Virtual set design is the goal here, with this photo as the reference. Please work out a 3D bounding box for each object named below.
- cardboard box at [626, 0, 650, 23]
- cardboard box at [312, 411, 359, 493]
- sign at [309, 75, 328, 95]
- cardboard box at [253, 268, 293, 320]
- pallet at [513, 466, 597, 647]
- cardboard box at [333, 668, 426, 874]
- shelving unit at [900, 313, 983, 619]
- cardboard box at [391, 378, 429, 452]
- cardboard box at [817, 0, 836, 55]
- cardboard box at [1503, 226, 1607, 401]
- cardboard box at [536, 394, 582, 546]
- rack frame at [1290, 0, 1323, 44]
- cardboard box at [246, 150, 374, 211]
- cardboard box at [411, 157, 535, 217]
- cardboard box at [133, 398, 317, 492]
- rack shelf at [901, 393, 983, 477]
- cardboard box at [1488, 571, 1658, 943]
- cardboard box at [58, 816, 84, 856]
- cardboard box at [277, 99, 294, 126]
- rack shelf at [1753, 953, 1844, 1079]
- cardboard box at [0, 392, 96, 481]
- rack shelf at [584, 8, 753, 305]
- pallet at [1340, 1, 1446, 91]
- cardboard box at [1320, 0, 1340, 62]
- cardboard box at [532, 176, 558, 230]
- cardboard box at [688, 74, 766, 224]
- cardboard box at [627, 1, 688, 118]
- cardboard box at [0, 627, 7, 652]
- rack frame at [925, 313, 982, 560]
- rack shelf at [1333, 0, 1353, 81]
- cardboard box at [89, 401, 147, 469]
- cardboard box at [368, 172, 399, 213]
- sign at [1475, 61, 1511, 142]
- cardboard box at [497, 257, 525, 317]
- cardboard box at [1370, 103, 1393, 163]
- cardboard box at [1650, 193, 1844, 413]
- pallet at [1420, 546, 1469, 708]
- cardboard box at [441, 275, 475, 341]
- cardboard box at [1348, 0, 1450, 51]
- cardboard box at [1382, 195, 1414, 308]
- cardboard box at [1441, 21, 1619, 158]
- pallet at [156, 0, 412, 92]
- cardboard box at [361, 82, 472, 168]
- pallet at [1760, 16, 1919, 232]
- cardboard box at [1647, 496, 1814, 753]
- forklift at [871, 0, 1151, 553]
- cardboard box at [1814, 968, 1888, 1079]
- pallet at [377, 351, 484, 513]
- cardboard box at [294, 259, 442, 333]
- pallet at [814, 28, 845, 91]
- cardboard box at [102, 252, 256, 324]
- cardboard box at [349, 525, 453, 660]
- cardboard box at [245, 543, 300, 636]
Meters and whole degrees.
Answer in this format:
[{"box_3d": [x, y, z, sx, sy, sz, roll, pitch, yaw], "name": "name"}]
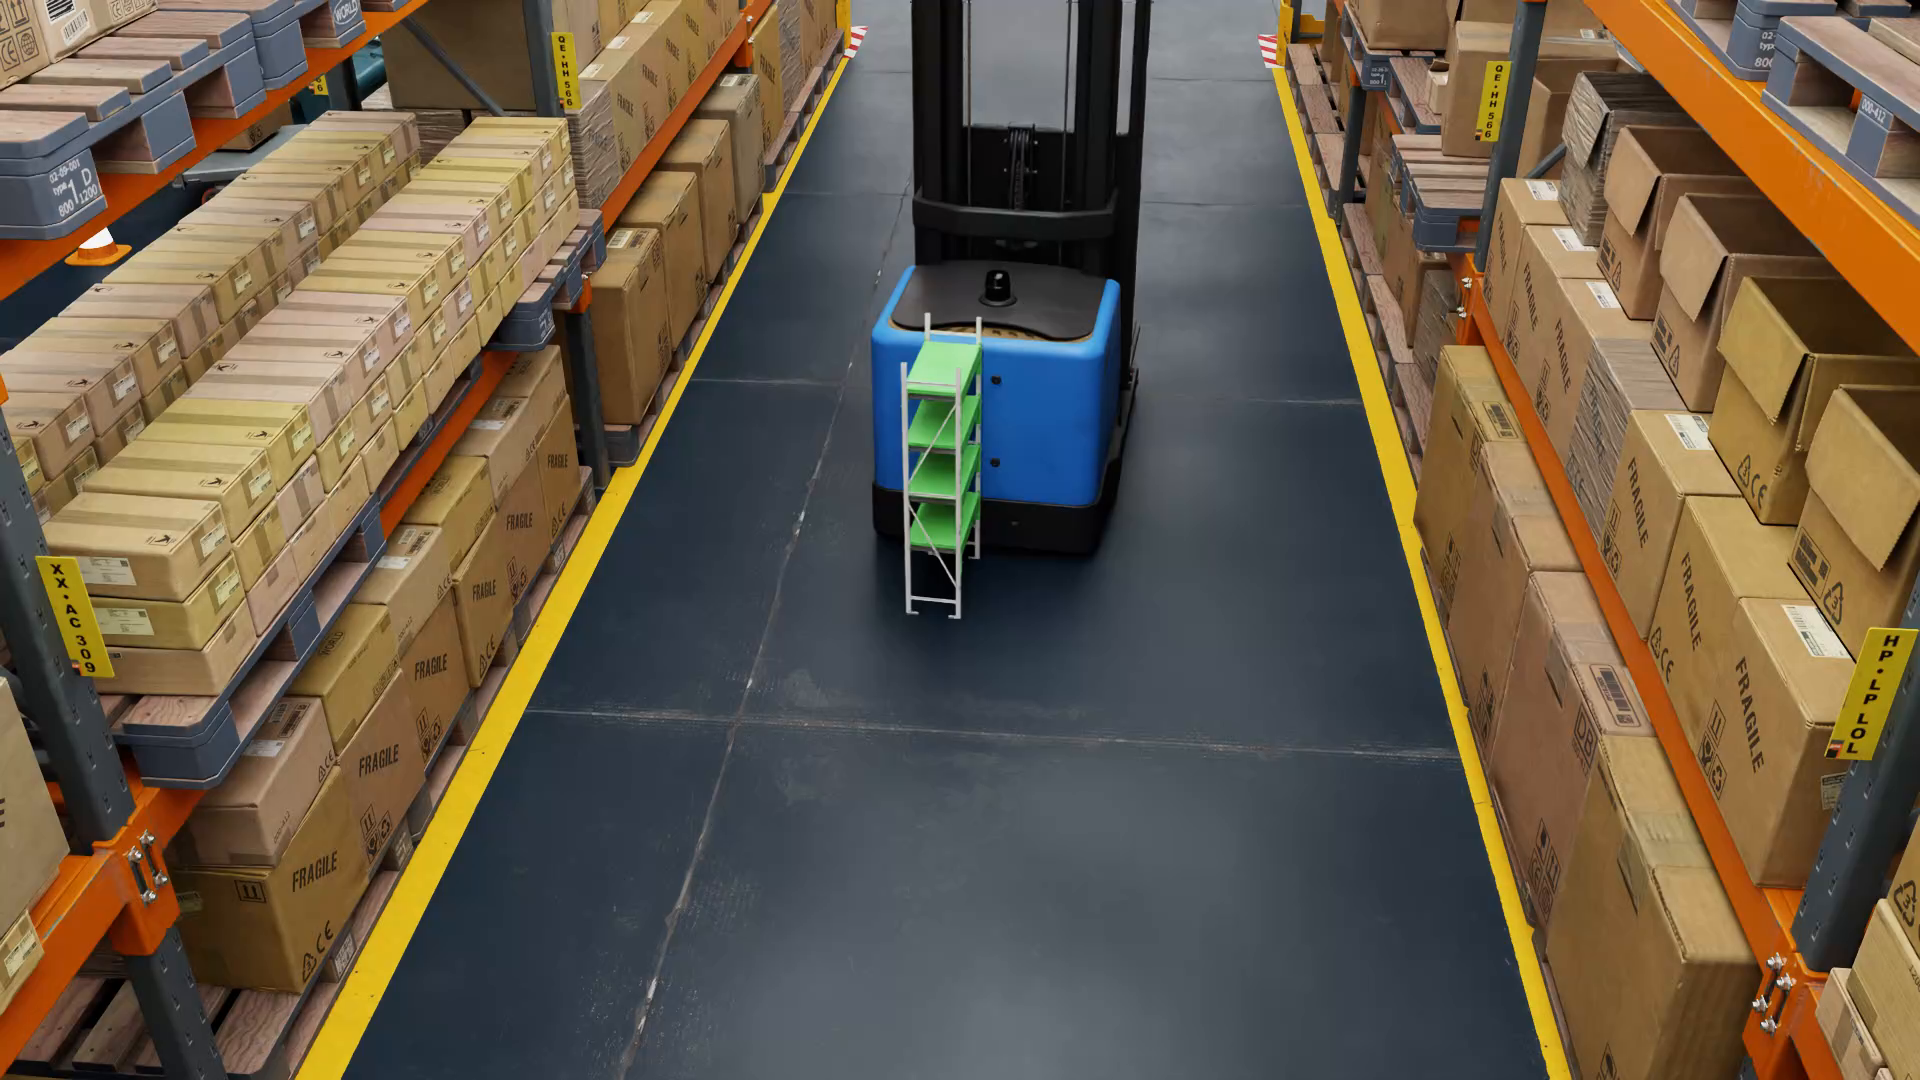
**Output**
[{"box_3d": [-2.061, -3.068, 8.821, 0.700, 0.500, 0.500, 2, 32, 3], "name": "cardboard box"}, {"box_3d": [-2.003, -0.265, 4.877, 0.380, 0.149, 0.250, 1, 32, 2], "name": "cardboard box"}, {"box_3d": [-2.782, -2.080, 7.163, 0.100, 0.325, 0.005, 2, 32, 4], "name": "sign"}, {"box_3d": [-2.572, -0.846, 5.819, 0.380, 0.149, 0.250, 2, 32, 4], "name": "cardboard box"}, {"box_3d": [-2.294, 0.030, 7.499, 1.003, 0.211, 1.213, 2, 32, 4], "name": "pallet"}, {"box_3d": [-2.188, 0.760, 5.640, 0.500, 0.500, 0.500, 4, 32, 6], "name": "cardboard box"}, {"box_3d": [-0.072, -0.308, 7.106, 0.258, 1.200, 0.503, 5, 32, 9], "name": "shelving unit"}, {"box_3d": [-1.963, -0.415, 5.403, 0.380, 0.149, 0.250, 2, 32, 3], "name": "cardboard box"}, {"box_3d": [-1.567, -4.665, 14.086, 0.875, 0.875, 0.875, 3, 32, 4], "name": "cardboard box"}, {"box_3d": [2.356, -0.831, 6.144, 0.500, 0.500, 0.500, 2, 32, 3], "name": "cardboard box"}, {"box_3d": [-2.022, -0.325, 7.400, 0.500, 0.500, 0.500, 2, 32, 4], "name": "cardboard box"}, {"box_3d": [3.358, -5.484, 13.789, 1.000, 3.000, 0.127, 2, 32, 4], "name": "rack frame"}, {"box_3d": [-2.503, -1.388, 6.416, 0.380, 0.149, 0.250, 2, 32, 4], "name": "cardboard box"}, {"box_3d": [-1.856, -1.346, 6.348, 0.380, 0.149, 0.250, 3, 32, 5], "name": "cardboard box"}, {"box_3d": [-2.024, -0.265, 4.593, 0.380, 0.149, 0.250, 3, 32, 4], "name": "cardboard box"}, {"box_3d": [-0.072, -0.458, 7.014, 0.258, 0.148, 0.480, 5, 32, 9], "name": "rack shelf"}, {"box_3d": [2.485, 0.714, 5.357, 1.225, 0.875, 0.875, 1, 32, 2], "name": "cardboard box"}, {"box_3d": [-2.746, 0.692, 5.035, 0.500, 0.250, 0.500, 2, 32, 3], "name": "cardboard box"}, {"box_3d": [-5.401, -3.255, 12.552, 0.500, 0.500, 0.500, 27, 41, 37], "name": "cardboard box"}, {"box_3d": [2.218, 2.143, 2.099, 1.077, 0.370, 4.000, 2, 32, 4], "name": "rack shelf"}, {"box_3d": [-2.672, -0.293, 4.638, 0.380, 0.149, 0.250, 1, 32, 2], "name": "cardboard box"}, {"box_3d": [-2.066, -2.305, 9.317, 1.077, 0.370, 4.000, 2, 32, 4], "name": "rack shelf"}, {"box_3d": [2.825, -2.917, 9.807, 1.003, 0.211, 1.213, 2, 32, 4], "name": "pallet"}, {"box_3d": [3.290, -4.273, 13.806, 0.500, 0.500, 0.500, 8, 33, 13], "name": "cardboard box"}, {"box_3d": [-1.835, -1.346, 6.631, 0.380, 0.149, 0.250, 4, 32, 6], "name": "cardboard box"}, {"box_3d": [-1.864, -2.549, 10.772, 1.050, 0.750, 0.750, 2, 32, 4], "name": "cardboard box"}, {"box_3d": [-1.800, -2.621, 9.049, 0.500, 0.500, 0.500, 2, 32, 3], "name": "cardboard box"}, {"box_3d": [-2.719, 0.238, 4.343, 0.380, 0.149, 0.250, 2, 32, 3], "name": "cardboard box"}, {"box_3d": [-0.029, -0.434, 7.310, 0.240, 1.200, 0.015, 5, 32, 9], "name": "rack frame"}, {"box_3d": [3.195, -4.132, 12.281, 1.077, 0.370, 4.000, 2, 32, 4], "name": "rack shelf"}, {"box_3d": [-2.658, -0.299, 4.932, 0.380, 0.149, 0.250, 1, 32, 2], "name": "cardboard box"}, {"box_3d": [-2.488, -1.378, 6.682, 0.380, 0.149, 0.250, 4, 32, 6], "name": "cardboard box"}, {"box_3d": [2.165, -1.778, 6.748, 0.100, 0.325, 0.005, 2, 32, 4], "name": "sign"}, {"box_3d": [-1.877, -0.965, 6.296, 0.380, 0.149, 0.250, 2, 32, 3], "name": "cardboard box"}, {"box_3d": [3.105, -2.714, 11.278, 0.500, 0.500, 0.500, 2, 32, 2], "name": "cardboard box"}, {"box_3d": [2.527, -0.697, 4.970, 0.797, 0.503, 0.637, 3, 32, 6], "name": "cardboard box"}, {"box_3d": [2.567, 0.296, 7.069, 1.003, 0.211, 1.213, 2, 32, 4], "name": "pallet"}, {"box_3d": [-1.918, -0.811, 5.763, 0.380, 0.149, 0.250, 3, 32, 5], "name": "cardboard box"}, {"box_3d": [2.828, -3.417, 9.463, 1.000, 1.000, 1.000, 3, 32, 4], "name": "cardboard box"}, {"box_3d": [2.858, -1.654, 9.538, 0.700, 0.500, 0.500, 0, 32, 0], "name": "cardboard box"}, {"box_3d": [2.657, -2.102, 7.806, 0.700, 0.500, 0.500, 7, 32, 11], "name": "cardboard box"}, {"box_3d": [-2.316, -1.531, 4.696, 1.213, 0.211, 1.003, 2, 32, 4], "name": "pallet"}, {"box_3d": [-2.460, -1.855, 7.805, 0.500, 0.500, 0.500, 2, 32, 4], "name": "cardboard box"}, {"box_3d": [2.406, -0.886, 3.652, 0.805, 0.209, 1.217, 1, 32, 2], "name": "pallet"}, {"box_3d": [2.194, 0.234, 4.416, 0.500, 0.500, 0.500, 3, 32, 6], "name": "cardboard box"}, {"box_3d": [0.364, -1.949, 8.119, 1.130, 2.935, 3.031, 5, 32, 9], "name": "forklift"}, {"box_3d": [2.025, 1.038, 3.445, 0.380, 0.149, 0.250, 3, 32, 4], "name": "cardboard box"}, {"box_3d": [-2.349, -0.447, 5.799, 1.003, 0.211, 1.213, 2, 32, 4], "name": "pallet"}, {"box_3d": [-1.941, -0.802, 5.465, 0.380, 0.149, 0.250, 3, 32, 5], "name": "cardboard box"}, {"box_3d": [-1.564, -4.140, 14.267, 1.003, 0.211, 1.213, 2, 32, 4], "name": "pallet"}, {"box_3d": [-2.589, -0.839, 5.525, 0.380, 0.149, 0.250, 2, 32, 3], "name": "cardboard box"}, {"box_3d": [-2.144, 0.172, 5.879, 0.500, 0.250, 0.500, 4, 32, 6], "name": "cardboard box"}, {"box_3d": [-2.047, 0.123, 4.531, 0.380, 0.149, 0.250, 3, 32, 5], "name": "cardboard box"}]
